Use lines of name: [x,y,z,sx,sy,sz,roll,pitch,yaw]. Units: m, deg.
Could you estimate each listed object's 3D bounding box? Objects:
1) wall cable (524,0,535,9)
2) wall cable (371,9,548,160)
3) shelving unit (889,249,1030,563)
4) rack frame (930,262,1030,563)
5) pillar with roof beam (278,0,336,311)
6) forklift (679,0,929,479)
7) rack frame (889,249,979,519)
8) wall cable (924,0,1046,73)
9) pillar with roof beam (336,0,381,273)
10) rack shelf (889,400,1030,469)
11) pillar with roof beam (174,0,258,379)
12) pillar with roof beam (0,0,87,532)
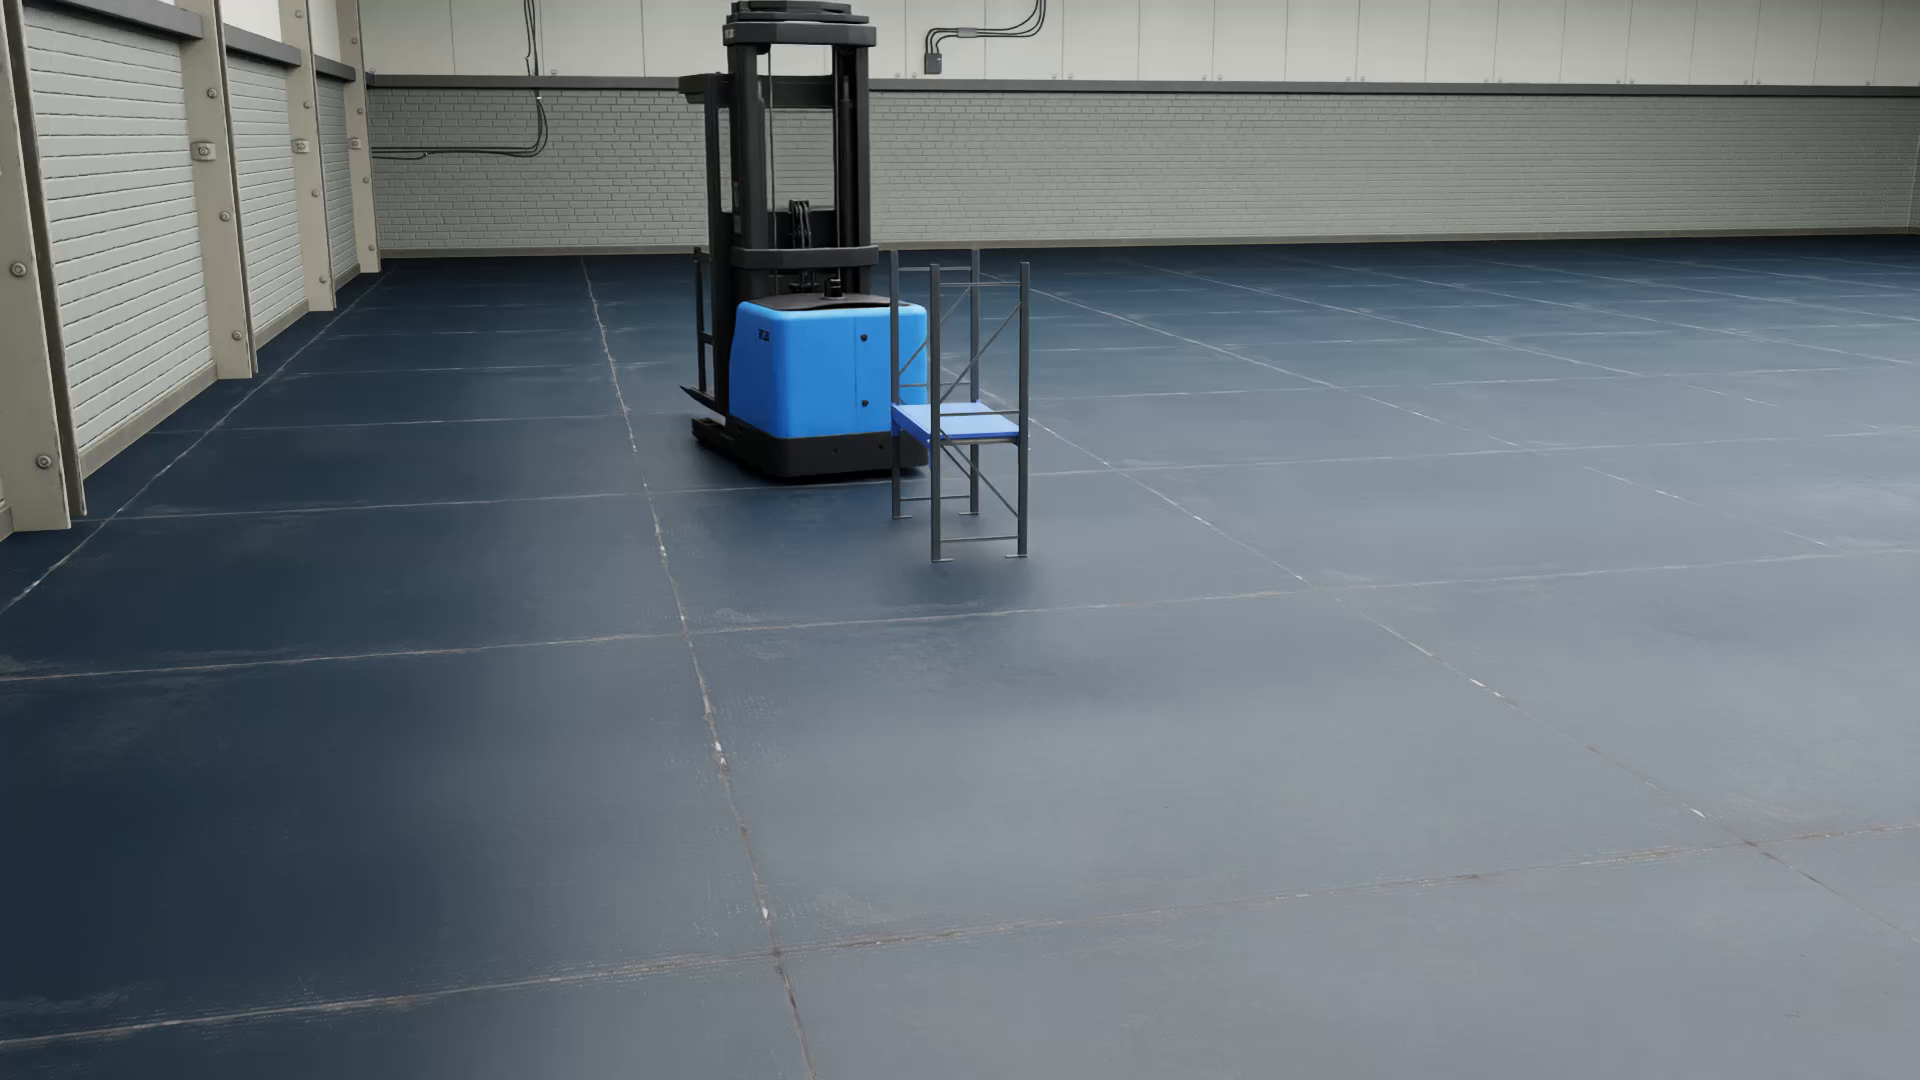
wall cable: [-6.121,-10.471,28.727,3.097,2.526,0.112,-3,14,-13]
wall cable: [-8.751,-7.867,28.709,3.097,2.526,0.112,-3,14,-13]
shelving unit: [-0.020,-0.748,8.830,0.538,1.500,1.048,-3,14,-13]
rack frame: [0.099,-0.631,8.350,0.500,1.500,0.032,-3,14,-13]
pillar with roof beam: [-3.750,-7.478,20.574,9.100,9.000,0.400,-3,14,-13]
forklift: [-1.249,-2.112,11.394,1.130,2.935,3.031,-6,15,-23]
rack frame: [-0.139,-0.866,9.310,0.500,1.500,0.032,-3,14,-13]
wall cable: [0.481,-11.553,30.088,2.305,6.003,0.169,-3,14,-13]
pillar with roof beam: [-5.160,-8.862,26.240,9.100,9.000,0.400,-3,14,-13]
rack shelf: [-0.020,-0.574,8.872,0.538,0.185,1.000,-3,14,-13]
pillar with roof beam: [-2.341,-6.094,14.908,9.100,9.000,0.400,-3,14,-13]
pillar with roof beam: [-0.932,-4.710,9.243,9.100,9.000,0.400,-3,14,-13]
